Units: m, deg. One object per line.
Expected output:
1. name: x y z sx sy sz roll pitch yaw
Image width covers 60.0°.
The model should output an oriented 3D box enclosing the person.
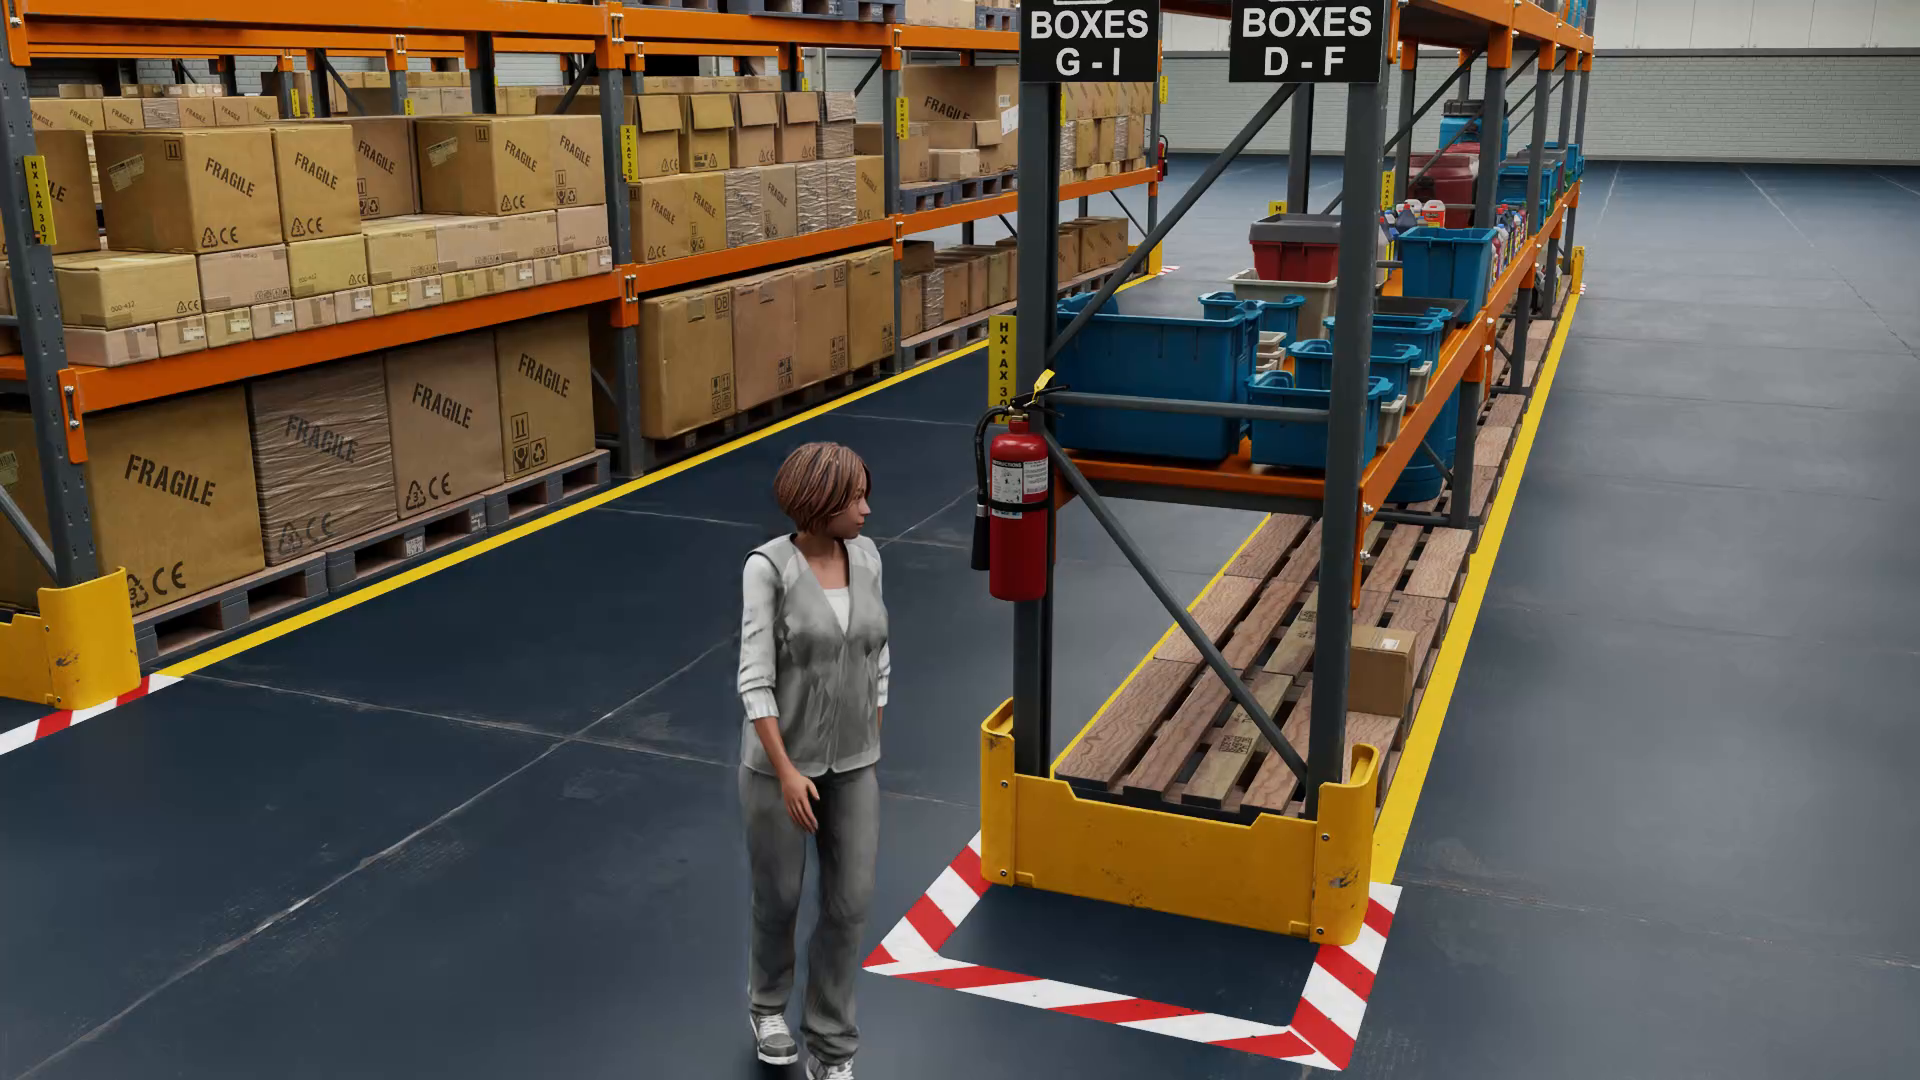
1. person: -0.311 0.573 3.995 0.443 1.609 0.540 -8 18 -27
